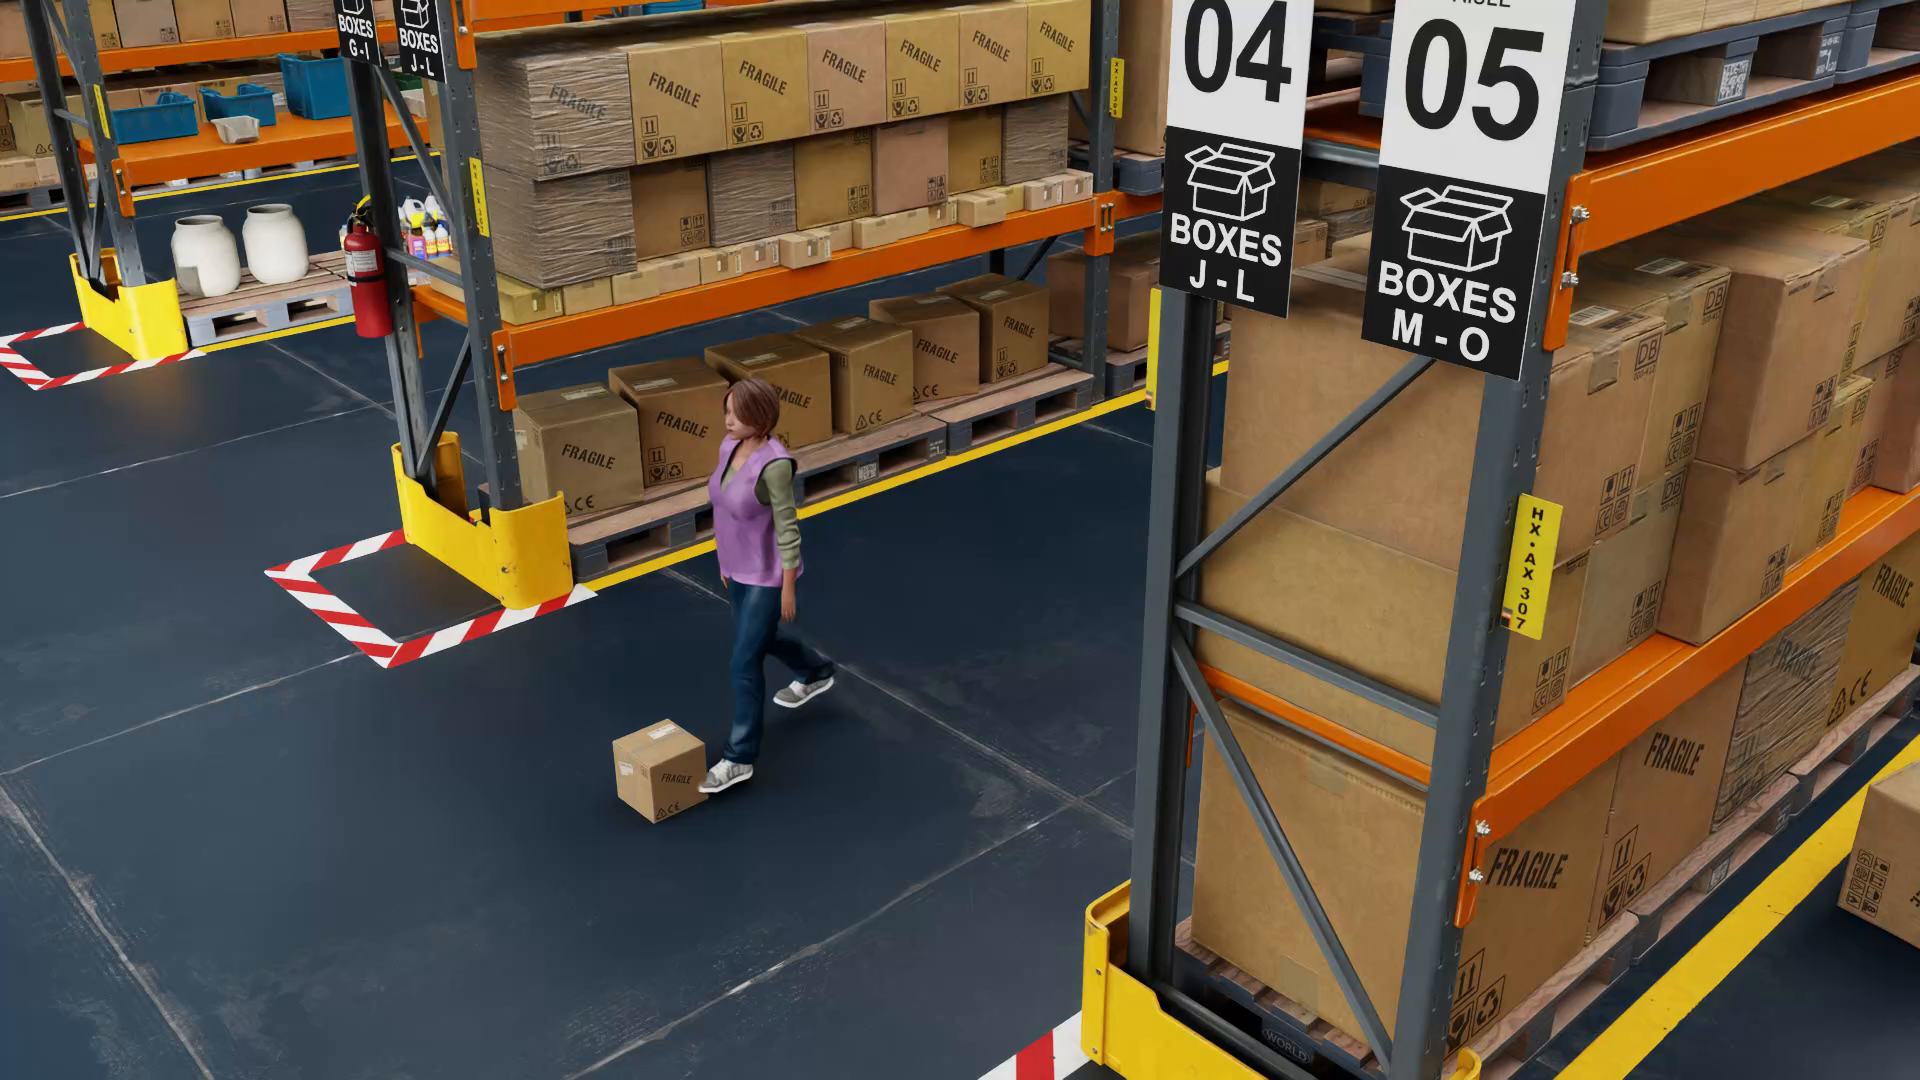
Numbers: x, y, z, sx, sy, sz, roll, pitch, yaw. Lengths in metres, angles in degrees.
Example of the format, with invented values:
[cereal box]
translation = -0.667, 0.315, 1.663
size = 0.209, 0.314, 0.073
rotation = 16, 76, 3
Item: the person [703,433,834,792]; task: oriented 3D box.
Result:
[person]
translation = -0.784, 0.212, 6.395
size = 0.803, 1.346, 0.414
rotation = -16, 29, -31
